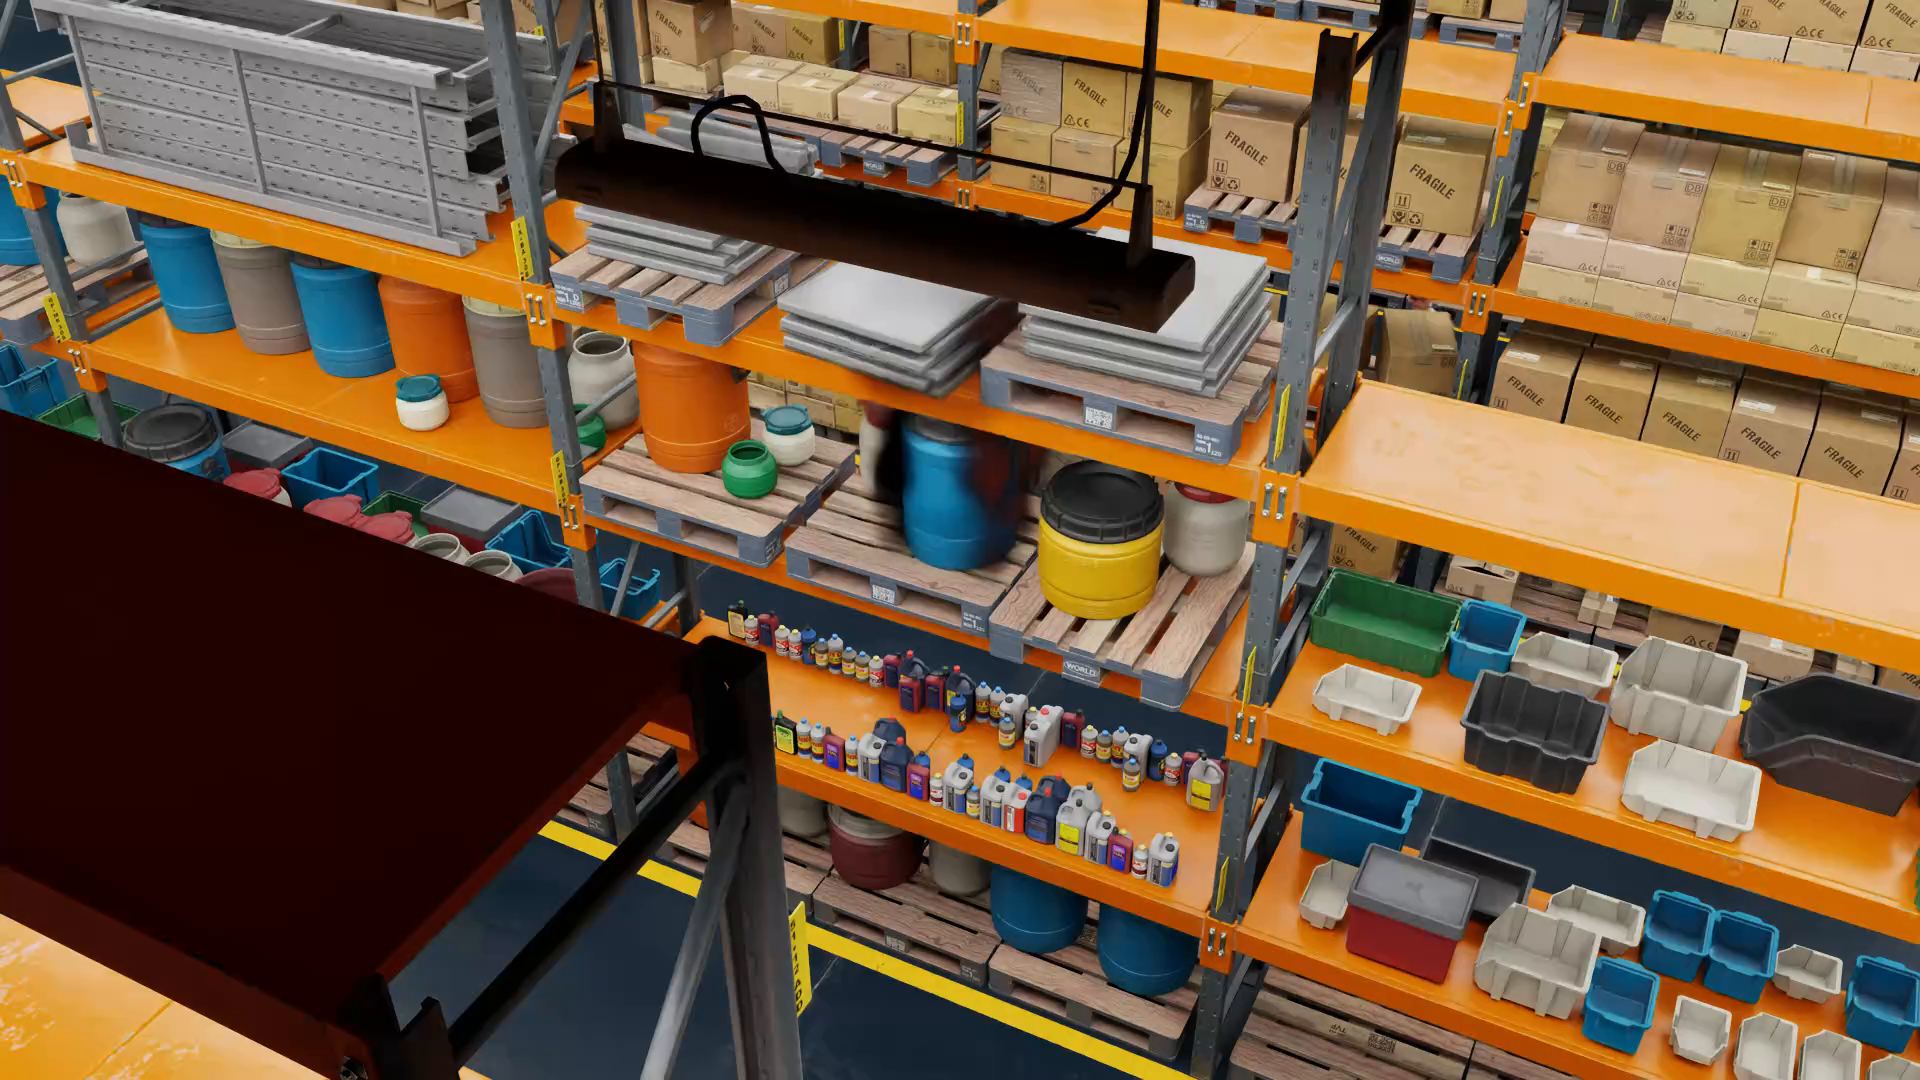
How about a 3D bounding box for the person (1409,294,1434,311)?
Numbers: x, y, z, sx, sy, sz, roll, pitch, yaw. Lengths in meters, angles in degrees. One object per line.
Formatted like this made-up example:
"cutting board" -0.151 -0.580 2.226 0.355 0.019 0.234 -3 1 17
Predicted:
"person" 3.878 -1.350 14.328 0.611 1.846 0.672 1 35 2
